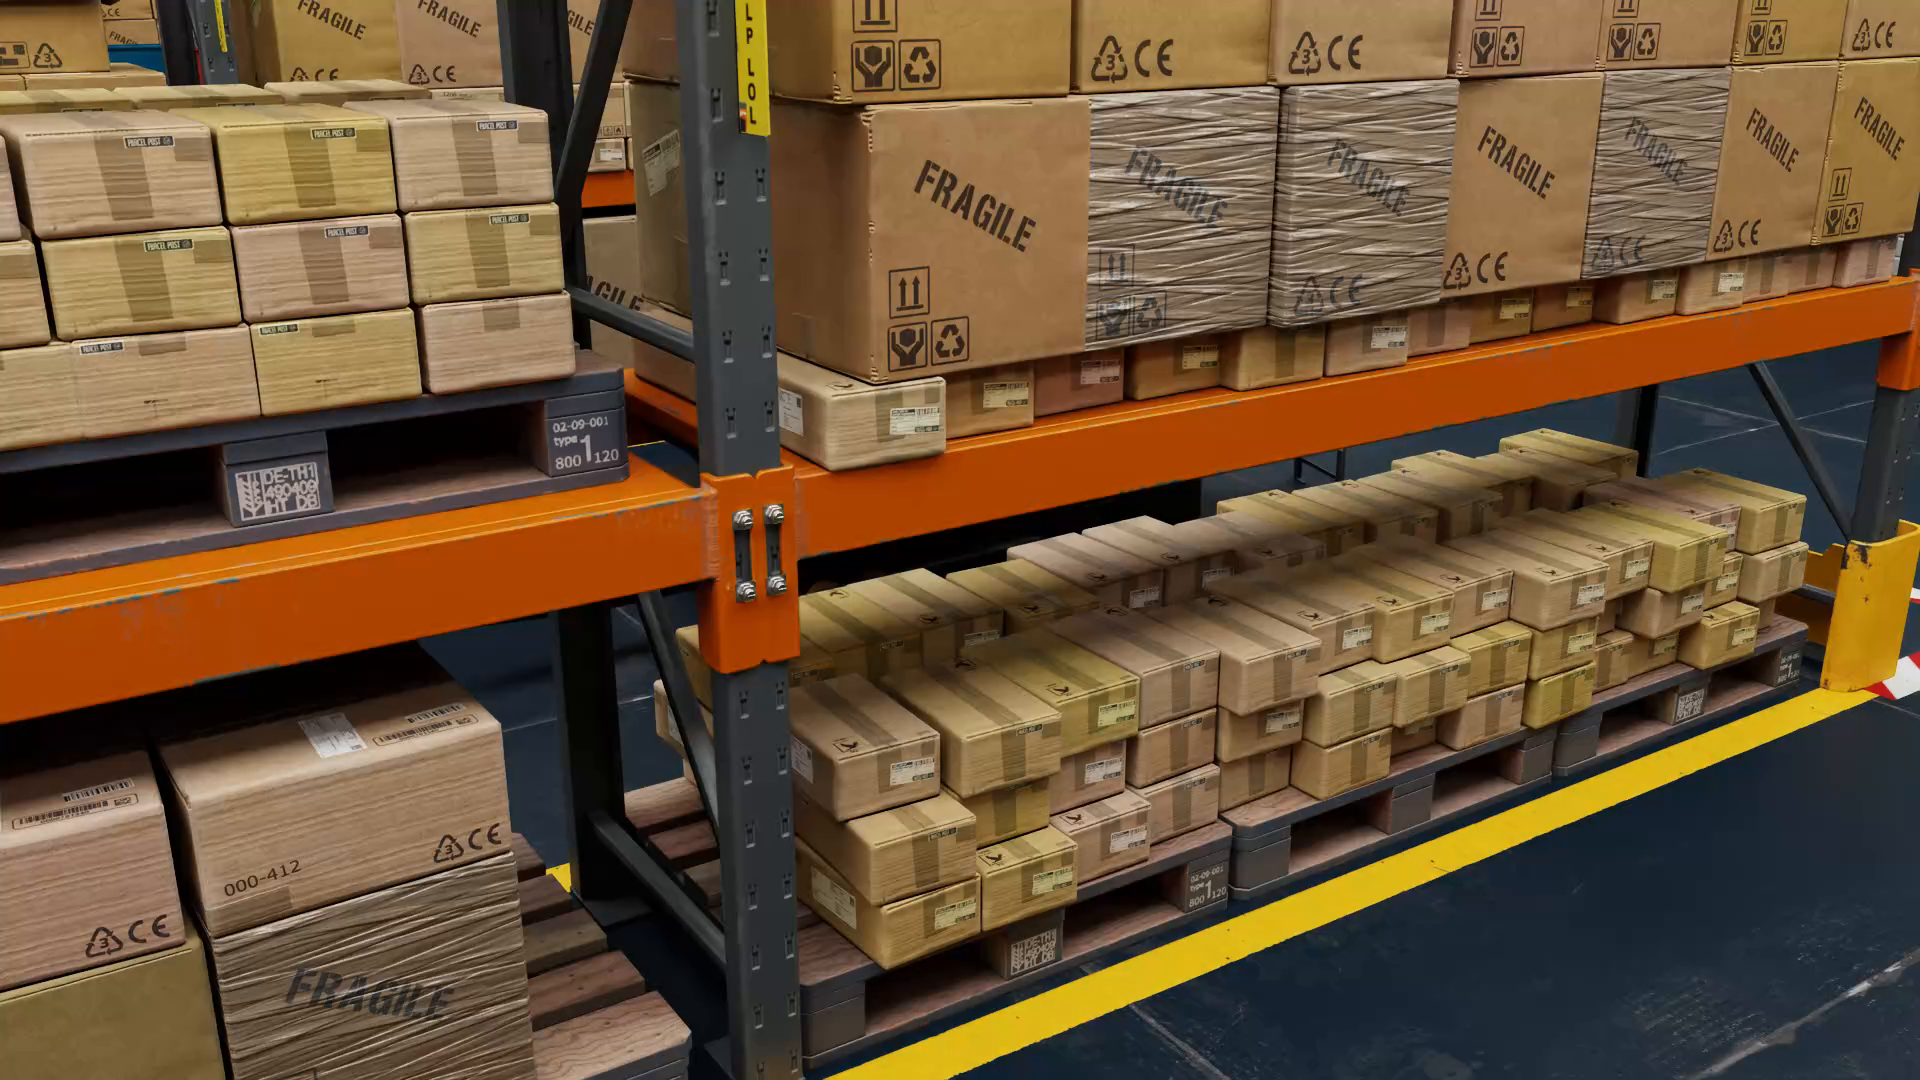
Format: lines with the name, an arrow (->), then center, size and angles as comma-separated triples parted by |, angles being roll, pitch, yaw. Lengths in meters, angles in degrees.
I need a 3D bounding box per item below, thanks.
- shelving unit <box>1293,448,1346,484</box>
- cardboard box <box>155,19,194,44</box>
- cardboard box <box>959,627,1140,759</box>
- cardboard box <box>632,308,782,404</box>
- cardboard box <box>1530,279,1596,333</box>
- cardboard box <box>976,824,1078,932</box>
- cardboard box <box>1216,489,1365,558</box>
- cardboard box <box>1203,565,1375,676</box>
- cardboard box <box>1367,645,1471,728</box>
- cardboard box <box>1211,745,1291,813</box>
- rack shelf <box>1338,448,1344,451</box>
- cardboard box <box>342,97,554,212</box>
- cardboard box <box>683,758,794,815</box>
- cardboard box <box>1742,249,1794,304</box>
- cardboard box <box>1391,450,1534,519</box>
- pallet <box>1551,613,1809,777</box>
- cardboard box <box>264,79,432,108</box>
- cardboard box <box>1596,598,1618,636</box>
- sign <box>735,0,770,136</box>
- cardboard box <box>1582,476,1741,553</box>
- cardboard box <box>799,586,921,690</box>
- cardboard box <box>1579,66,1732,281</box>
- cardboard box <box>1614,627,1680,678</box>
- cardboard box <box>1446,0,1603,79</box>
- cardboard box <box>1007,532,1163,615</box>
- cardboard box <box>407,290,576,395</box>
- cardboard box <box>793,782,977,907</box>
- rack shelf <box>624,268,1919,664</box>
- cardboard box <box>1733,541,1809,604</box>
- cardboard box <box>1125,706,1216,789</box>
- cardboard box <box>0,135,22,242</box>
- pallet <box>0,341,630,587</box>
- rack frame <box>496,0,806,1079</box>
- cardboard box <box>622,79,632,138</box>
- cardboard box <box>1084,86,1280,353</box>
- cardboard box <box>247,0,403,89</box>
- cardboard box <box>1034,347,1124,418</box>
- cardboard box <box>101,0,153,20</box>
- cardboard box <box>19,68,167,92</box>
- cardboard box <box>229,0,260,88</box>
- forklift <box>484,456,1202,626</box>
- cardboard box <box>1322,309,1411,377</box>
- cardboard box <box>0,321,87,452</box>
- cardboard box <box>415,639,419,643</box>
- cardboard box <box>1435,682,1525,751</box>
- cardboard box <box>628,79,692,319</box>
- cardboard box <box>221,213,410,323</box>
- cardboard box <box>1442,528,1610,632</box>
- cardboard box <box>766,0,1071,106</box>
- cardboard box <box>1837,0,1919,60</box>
shelving unit -> 1.238, -0.893, 7.046 | 0.755, 1.500, 0.431 | -6, 20, -17
cardboard box -> -7.313, -4.659, 15.685 | 0.500, 0.500, 0.500 | -12, 22, -32
cardboard box -> 0.203, 0.353, 3.884 | 0.250, 0.149, 0.380 | -12, 22, -32
cardboard box -> -0.535, -0.415, 3.681 | 0.250, 0.149, 0.380 | -12, 22, -32
cardboard box -> 1.454, -0.670, 4.436 | 0.250, 0.149, 0.380 | -13, 23, -34
cardboard box -> 0.058, 0.705, 3.770 | 0.250, 0.149, 0.380 | -11, 22, -30
cardboard box -> 0.983, -0.017, 4.979 | 0.250, 0.149, 0.380 | -12, 22, -31
cardboard box -> 0.848, 0.208, 4.313 | 0.250, 0.149, 0.380 | -13, 23, -34
cardboard box -> 1.114, 0.337, 4.395 | 0.250, 0.149, 0.380 | -12, 22, -31
cardboard box -> 0.627, 0.533, 4.280 | 0.250, 0.149, 0.380 | -13, 23, -34
rack shelf -> 1.238, -0.585, 7.150 | 0.720, 0.370, 0.431 | -6, 20, -17
cardboard box -> -0.873, -0.660, 2.821 | 0.250, 0.149, 0.380 | -11, 21, -29
cardboard box -> -0.505, 0.570, 4.170 | 0.250, 0.149, 0.380 | -12, 22, -31
cardboard box -> 2.149, -0.792, 4.795 | 0.250, 0.149, 0.380 | -12, 22, -32
cardboard box -> 1.626, -0.164, 5.412 | 0.250, 0.149, 0.380 | -12, 22, -32
pallet -> 1.934, 0.342, 5.402 | 1.213, 0.211, 1.003 | -12, 22, -31
cardboard box -> -1.227, -0.836, 3.343 | 0.250, 0.149, 0.380 | -11, 21, -29
cardboard box -> 1.698, 0.166, 4.901 | 0.250, 0.149, 0.380 | -12, 22, -32
sign -> -0.337, -0.822, 2.684 | 0.005, 0.325, 0.100 | -12, 22, -31
cardboard box -> 2.151, -0.066, 5.123 | 0.250, 0.149, 0.380 | -11, 22, -30
cardboard box -> -0.300, 0.261, 4.157 | 0.250, 0.149, 0.380 | -12, 22, -31
cardboard box -> 1.611, -0.985, 4.353 | 0.500, 0.500, 0.500 | -12, 22, -31
cardboard box -> 1.943, 0.270, 5.057 | 0.250, 0.149, 0.380 | -12, 22, -32
cardboard box -> 1.158, -1.363, 3.912 | 0.500, 0.500, 0.500 | -13, 23, -33
cardboard box -> 0.339, 0.118, 4.580 | 0.250, 0.149, 0.380 | -13, 23, -34
cardboard box -> -0.868, -0.378, 2.916 | 0.250, 0.149, 0.380 | -12, 22, -33
cardboard box -> -0.166, 0.611, 3.584 | 0.250, 0.149, 0.380 | -11, 21, -29
rack shelf -> 1.025, -0.433, 4.464 | 4.000, 0.370, 1.077 | -12, 22, -31
cardboard box -> 2.412, 0.054, 5.232 | 0.250, 0.149, 0.380 | -13, 22, -33
cardboard box -> 0.406, 0.443, 4.081 | 0.250, 0.149, 0.380 | -13, 23, -34
cardboard box -> -1.533, -0.521, 2.410 | 0.250, 0.149, 0.380 | -12, 22, -32
pallet -> -1.364, -0.234, 3.054 | 1.213, 0.211, 1.003 | -12, 22, -31
rack frame -> -0.645, -0.421, 3.307 | 0.127, 3.000, 1.000 | -12, 22, -31
cardboard box -> -1.488, -2.112, 8.078 | 0.500, 0.250, 0.500 | -12, 22, -31
cardboard box -> 0.316, -0.718, 3.565 | 0.500, 0.500, 0.500 | -12, 22, -31
cardboard box -> -2.748, -2.207, 7.187 | 0.500, 0.500, 0.500 | -12, 22, -31
cardboard box -> 0.140, -0.391, 3.609 | 0.250, 0.149, 0.380 | -13, 23, -34
cardboard box -> -7.755, -5.036, 15.239 | 0.500, 0.500, 0.500 | -13, 22, -33
cardboard box -> -3.529, -1.657, 6.808 | 0.500, 0.500, 0.500 | -12, 22, -31
cardboard box -> -3.052, -2.343, 7.591 | 0.500, 0.500, 0.500 | -11, 22, -30
forklift -> -0.516, -1.273, 5.933 | 3.031, 2.935, 1.130 | -13, 22, -33
cardboard box -> 0.844, -0.509, 3.960 | 0.250, 0.149, 0.380 | -11, 21, -29
cardboard box -> -1.503, -0.245, 2.522 | 0.250, 0.149, 0.380 | -13, 23, -34
cardboard box -> -1.408, 0.268, 3.344 | 0.500, 0.250, 0.500 | -13, 23, -34
cardboard box -> 1.327, 0.422, 4.609 | 0.250, 0.149, 0.380 | -11, 22, -30
cardboard box -> -0.397, -0.770, 3.719 | 0.500, 0.500, 0.500 | -12, 22, -31
cardboard box -> -1.088, -0.472, 2.730 | 0.250, 0.149, 0.380 | -12, 22, -31
cardboard box -> 1.560, 0.105, 4.619 | 0.250, 0.149, 0.380 | -11, 22, -29
cardboard box -> -0.134, -1.097, 3.125 | 0.500, 0.500, 0.500 | -11, 22, -30
cardboard box -> 2.450, -1.640, 4.732 | 0.500, 0.500, 0.500 | -12, 22, -32
